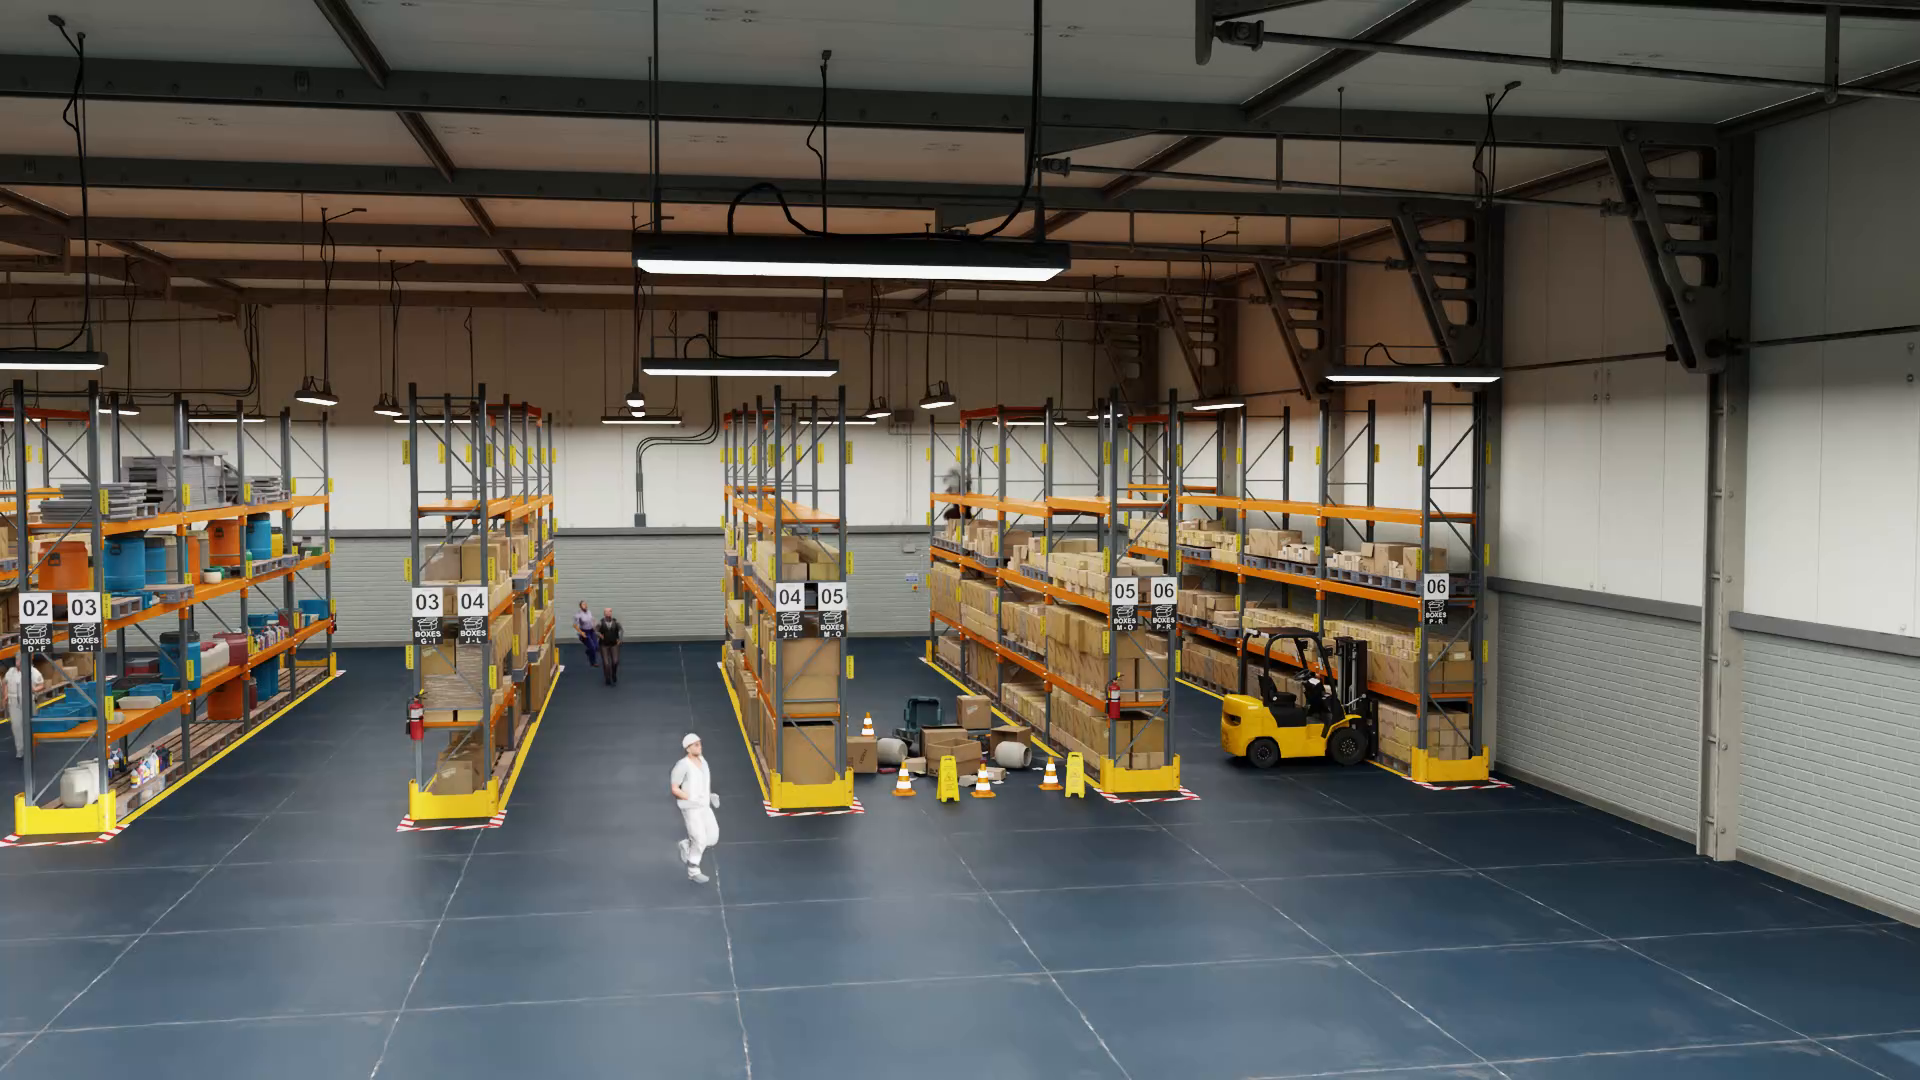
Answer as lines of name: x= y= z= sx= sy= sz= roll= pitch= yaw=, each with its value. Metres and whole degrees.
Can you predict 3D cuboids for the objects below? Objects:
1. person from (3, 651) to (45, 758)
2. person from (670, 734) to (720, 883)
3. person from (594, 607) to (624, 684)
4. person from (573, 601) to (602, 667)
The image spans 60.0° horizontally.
person: x=-15.635 y=2.712 z=27.762 sx=0.666 sy=1.751 sz=0.809 roll=-1 pitch=3 yaw=-15
person: x=-3.135 y=3.145 z=19.569 sx=0.601 sy=1.742 sz=0.657 roll=2 pitch=3 yaw=30
person: x=-7.641 y=2.313 z=36.255 sx=0.648 sy=1.677 sz=0.590 roll=-1 pitch=3 yaw=-15
person: x=-8.856 y=2.229 z=39.381 sx=0.545 sy=1.564 sz=0.651 roll=2 pitch=4 yaw=39
